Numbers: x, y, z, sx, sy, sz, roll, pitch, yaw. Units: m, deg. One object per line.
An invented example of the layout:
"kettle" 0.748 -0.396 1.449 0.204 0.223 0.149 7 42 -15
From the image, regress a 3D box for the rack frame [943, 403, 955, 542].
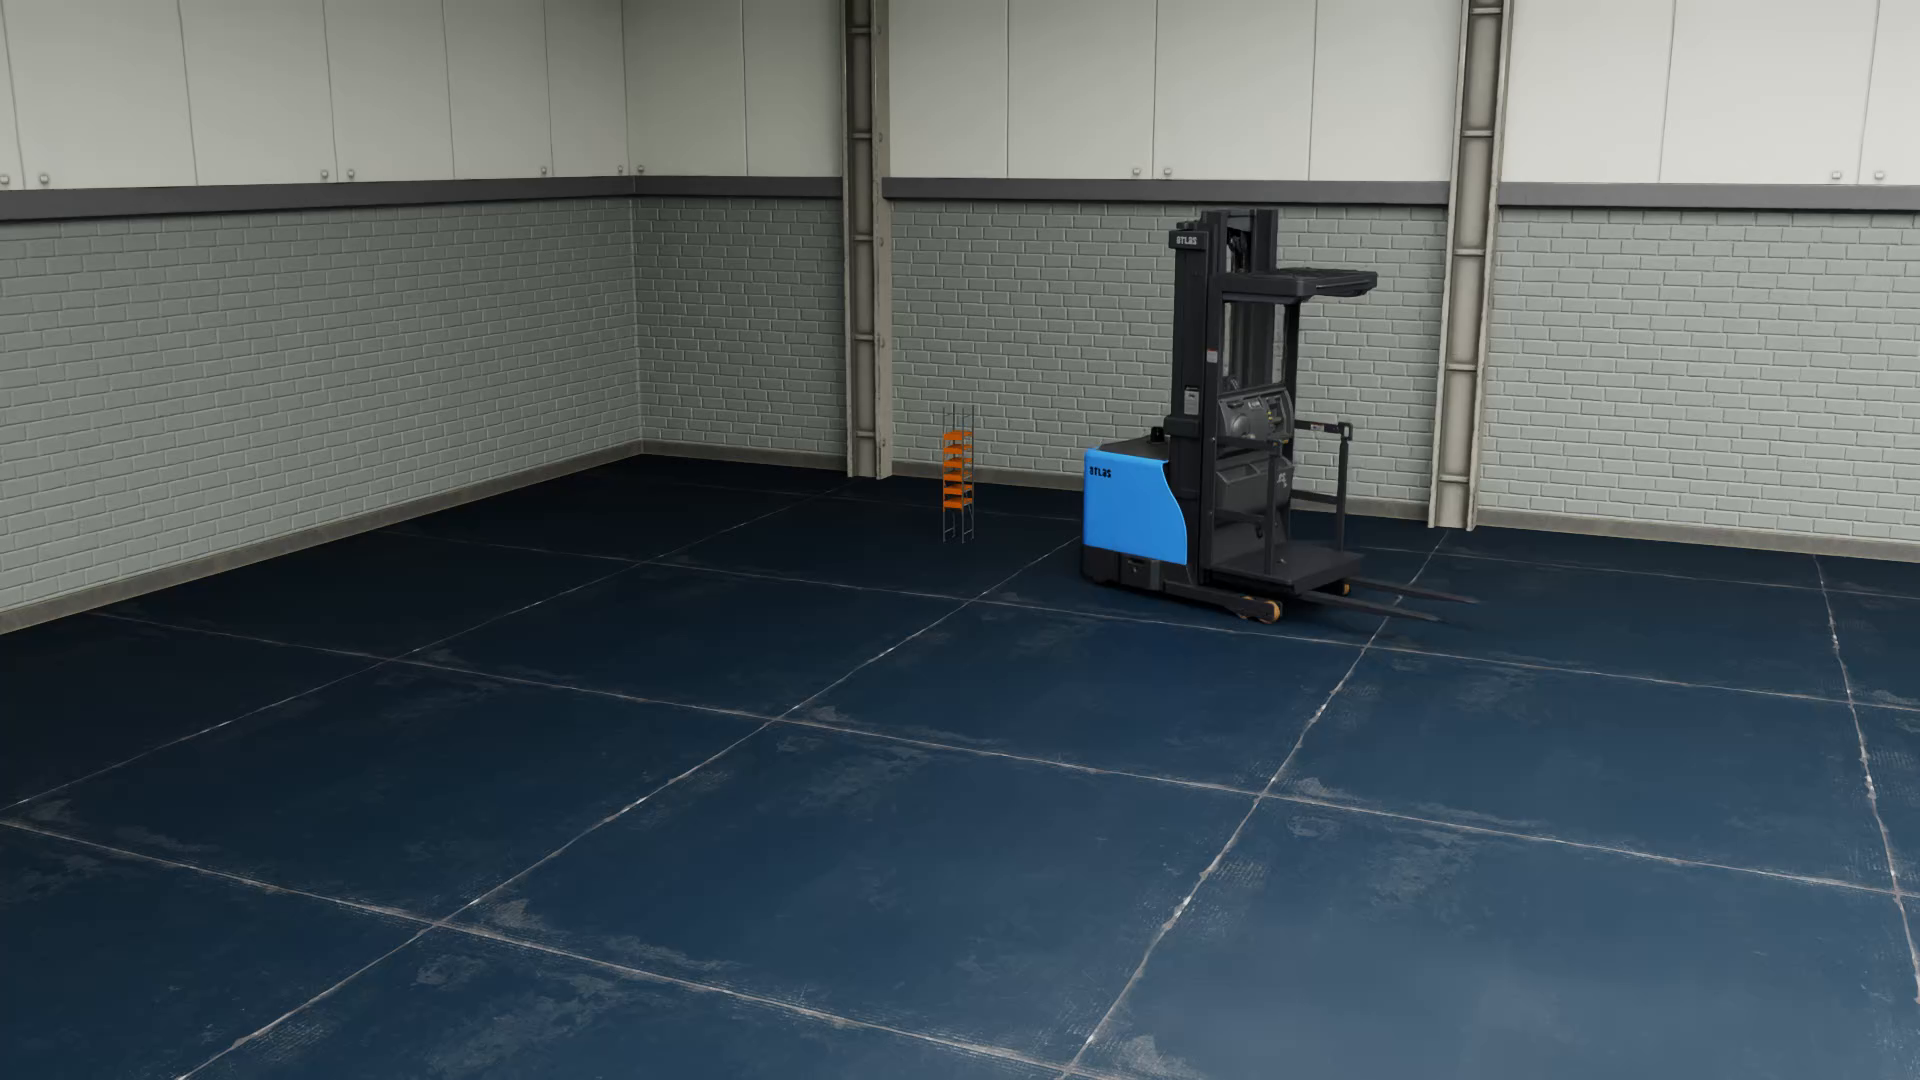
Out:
"rack frame" -0.097 -0.594 14.660 0.006 1.200 0.240 6 14 23

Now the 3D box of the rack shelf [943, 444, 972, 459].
"rack shelf" -0.013 -0.776 14.579 0.180 0.103 0.258 6 14 23

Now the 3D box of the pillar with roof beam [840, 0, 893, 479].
"pillar with roof beam" -2.699 -4.169 12.821 0.400 9.000 9.100 6 14 23

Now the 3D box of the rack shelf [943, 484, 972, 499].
"rack shelf" -0.013 -0.425 14.661 0.180 0.103 0.258 6 14 23

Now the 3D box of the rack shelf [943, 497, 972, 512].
"rack shelf" -0.013 -0.309 14.688 0.180 0.103 0.258 6 14 23

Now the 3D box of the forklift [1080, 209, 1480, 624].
"forklift" 2.387 -0.950 12.386 3.031 2.935 1.130 12 18 41

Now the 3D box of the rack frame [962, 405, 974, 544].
"rack frame" 0.070 -0.577 14.587 0.006 1.200 0.240 6 14 23

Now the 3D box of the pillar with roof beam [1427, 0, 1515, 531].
"pillar with roof beam" 2.787 -3.613 10.455 0.400 9.000 9.100 6 14 23

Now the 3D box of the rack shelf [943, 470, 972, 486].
"rack shelf" -0.013 -0.542 14.634 0.180 0.103 0.258 6 14 23

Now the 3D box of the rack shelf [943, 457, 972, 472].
"rack shelf" -0.013 -0.659 14.606 0.180 0.103 0.258 6 14 23

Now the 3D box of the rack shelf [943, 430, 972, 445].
"rack shelf" -0.013 -0.893 14.551 0.180 0.103 0.258 6 14 23

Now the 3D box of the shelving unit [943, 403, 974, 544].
"shelving unit" -0.013 -0.585 14.623 0.189 1.200 0.258 6 14 23
